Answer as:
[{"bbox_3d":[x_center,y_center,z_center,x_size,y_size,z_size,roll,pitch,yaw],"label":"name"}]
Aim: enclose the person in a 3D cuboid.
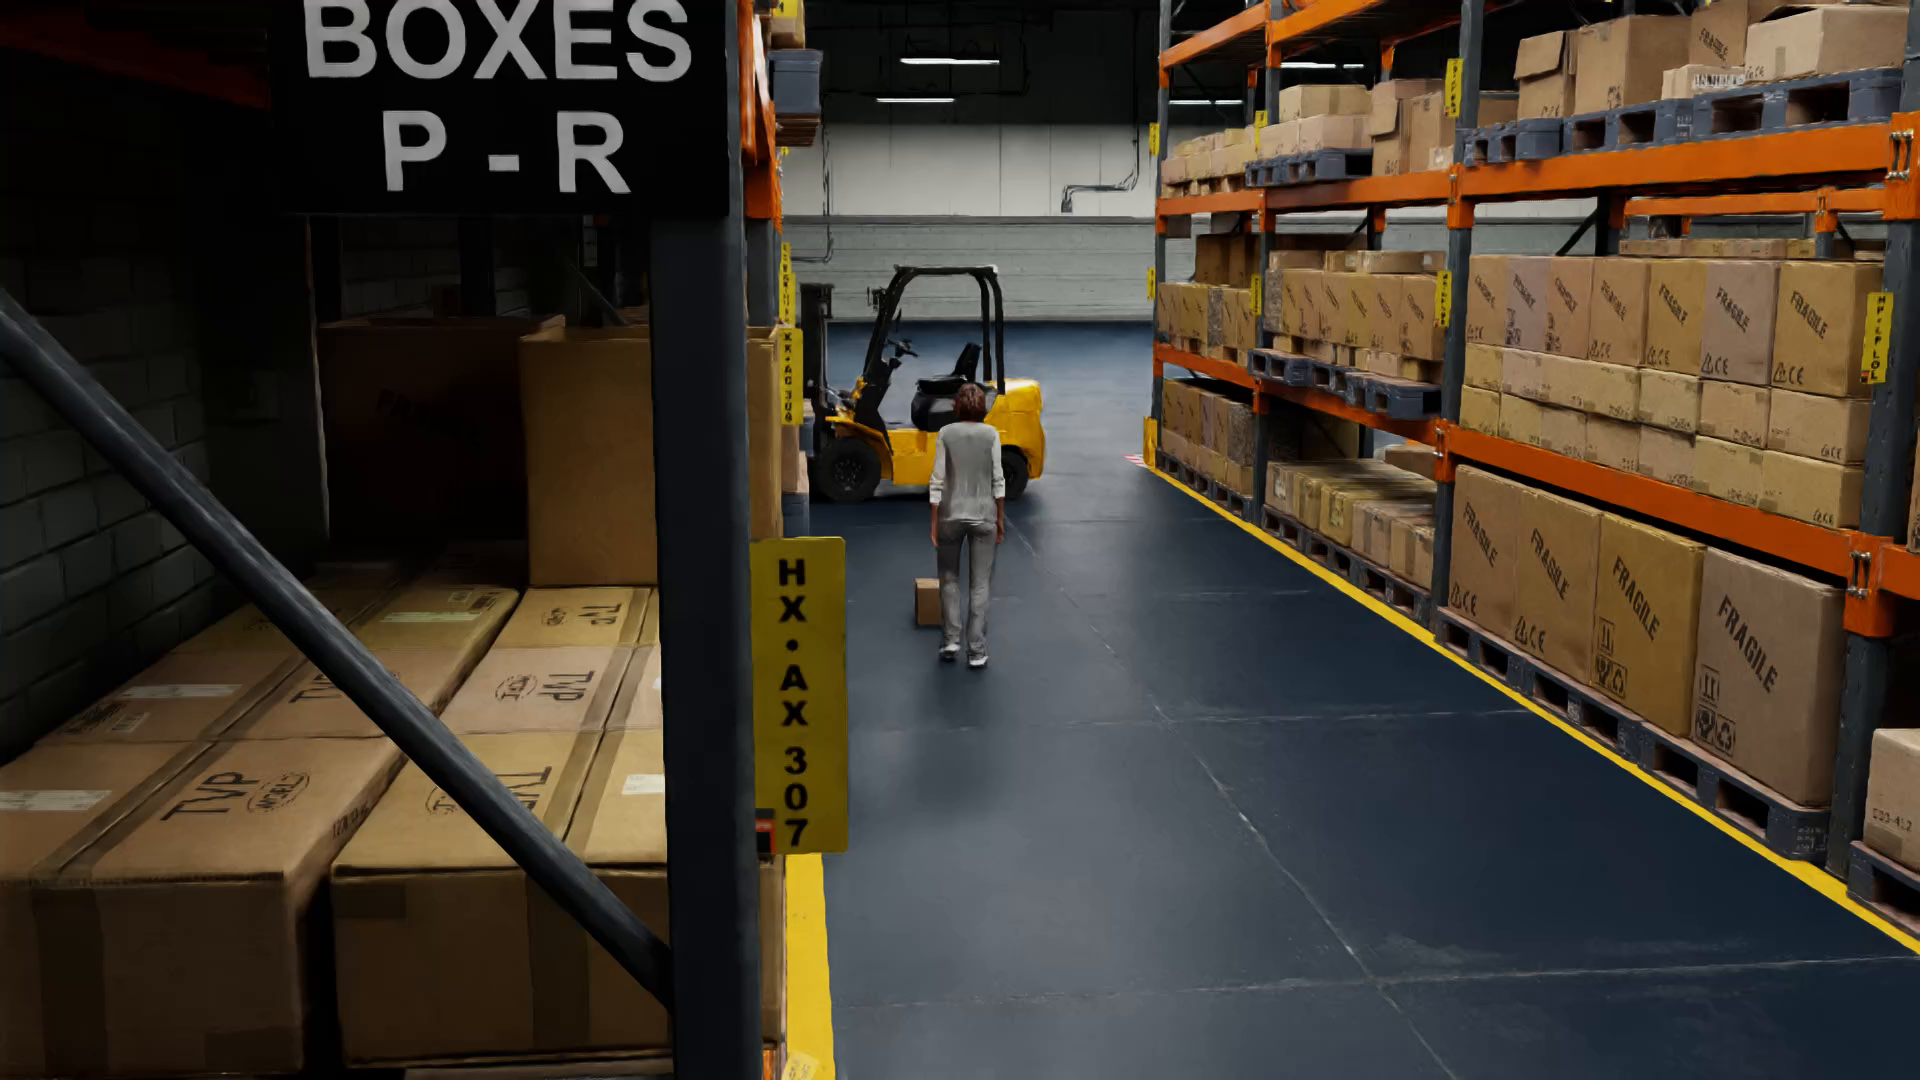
[{"bbox_3d":[0.039,-0.096,9.407,0.435,1.590,0.441,0,10,-1],"label":"person"}]
